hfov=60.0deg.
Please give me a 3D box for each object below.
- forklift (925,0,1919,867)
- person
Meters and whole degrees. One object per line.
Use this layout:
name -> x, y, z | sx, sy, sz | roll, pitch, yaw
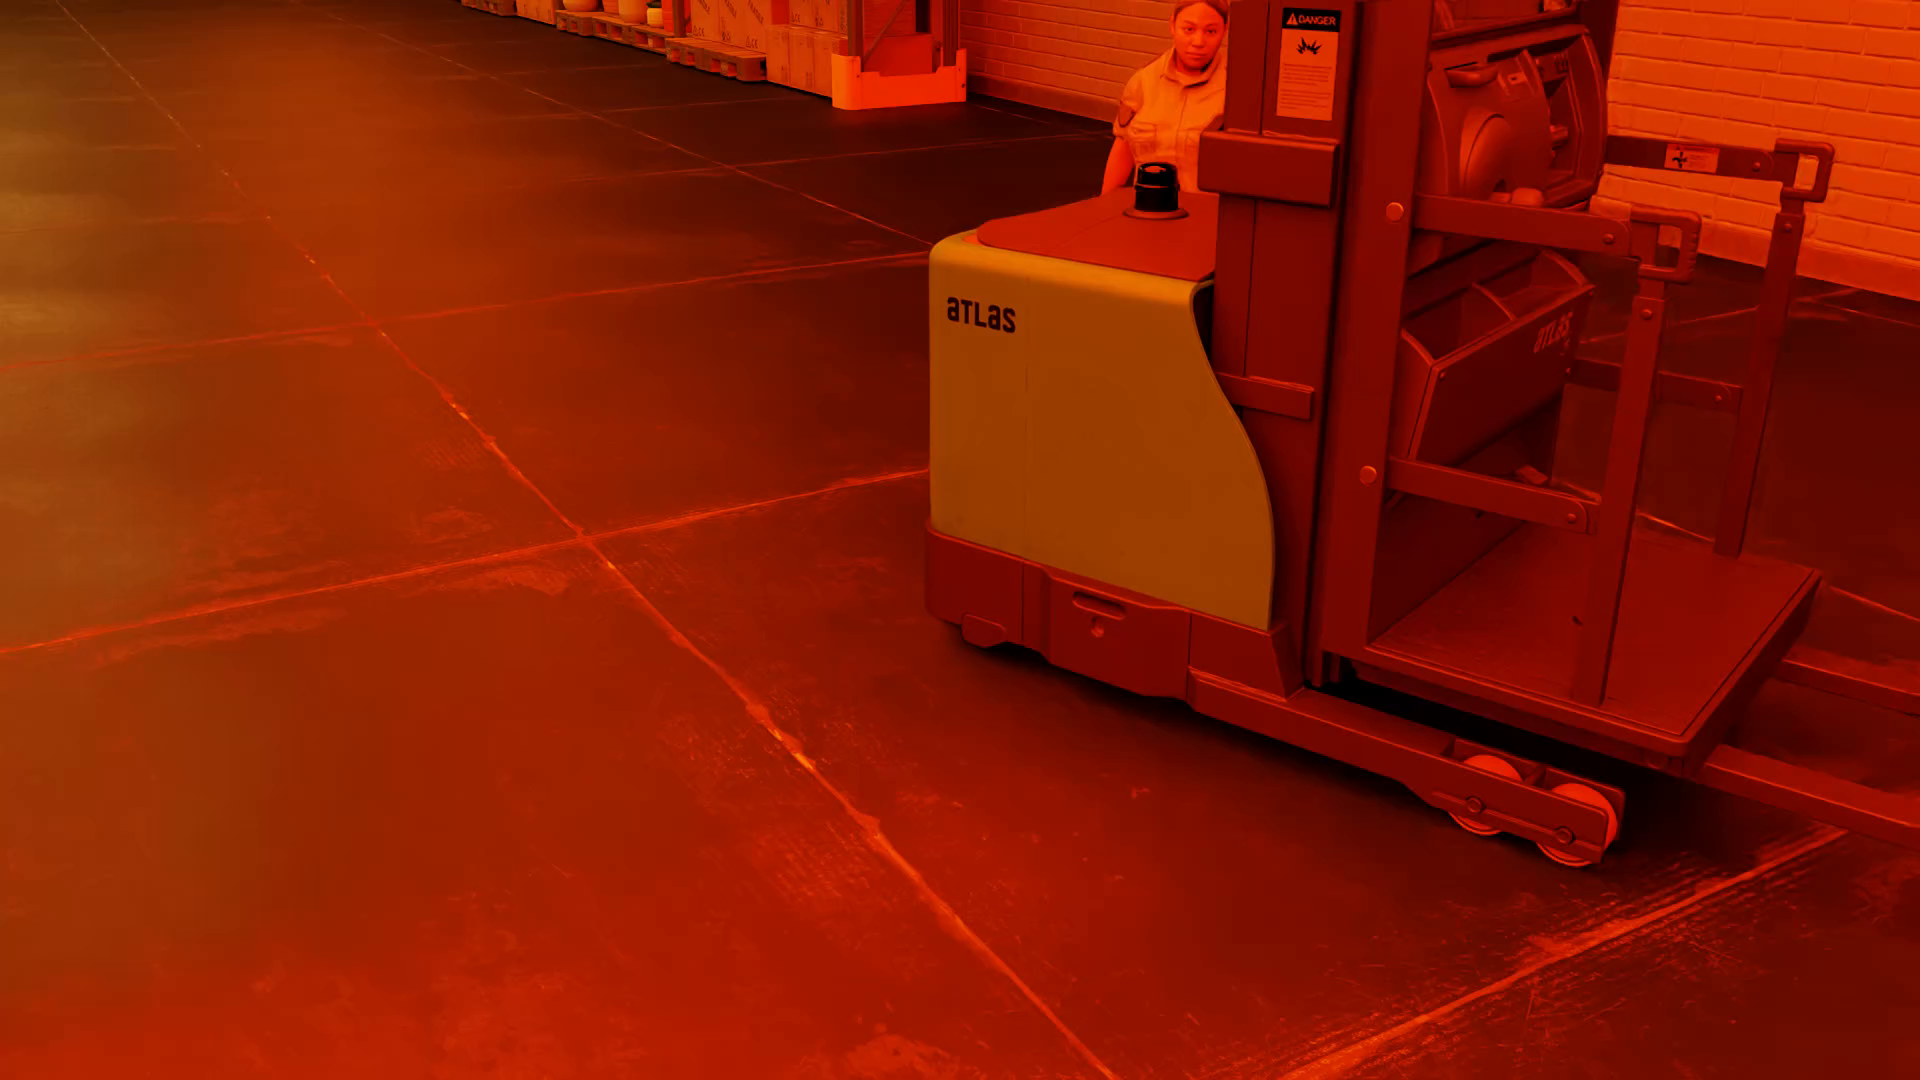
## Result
forklift -> 1.375, -0.903, 3.474 | 3.031, 2.935, 1.130 | 17, 28, 35
person -> 0.770, -0.932, 5.311 | 0.816, 1.609, 0.378 | 12, 25, 26
